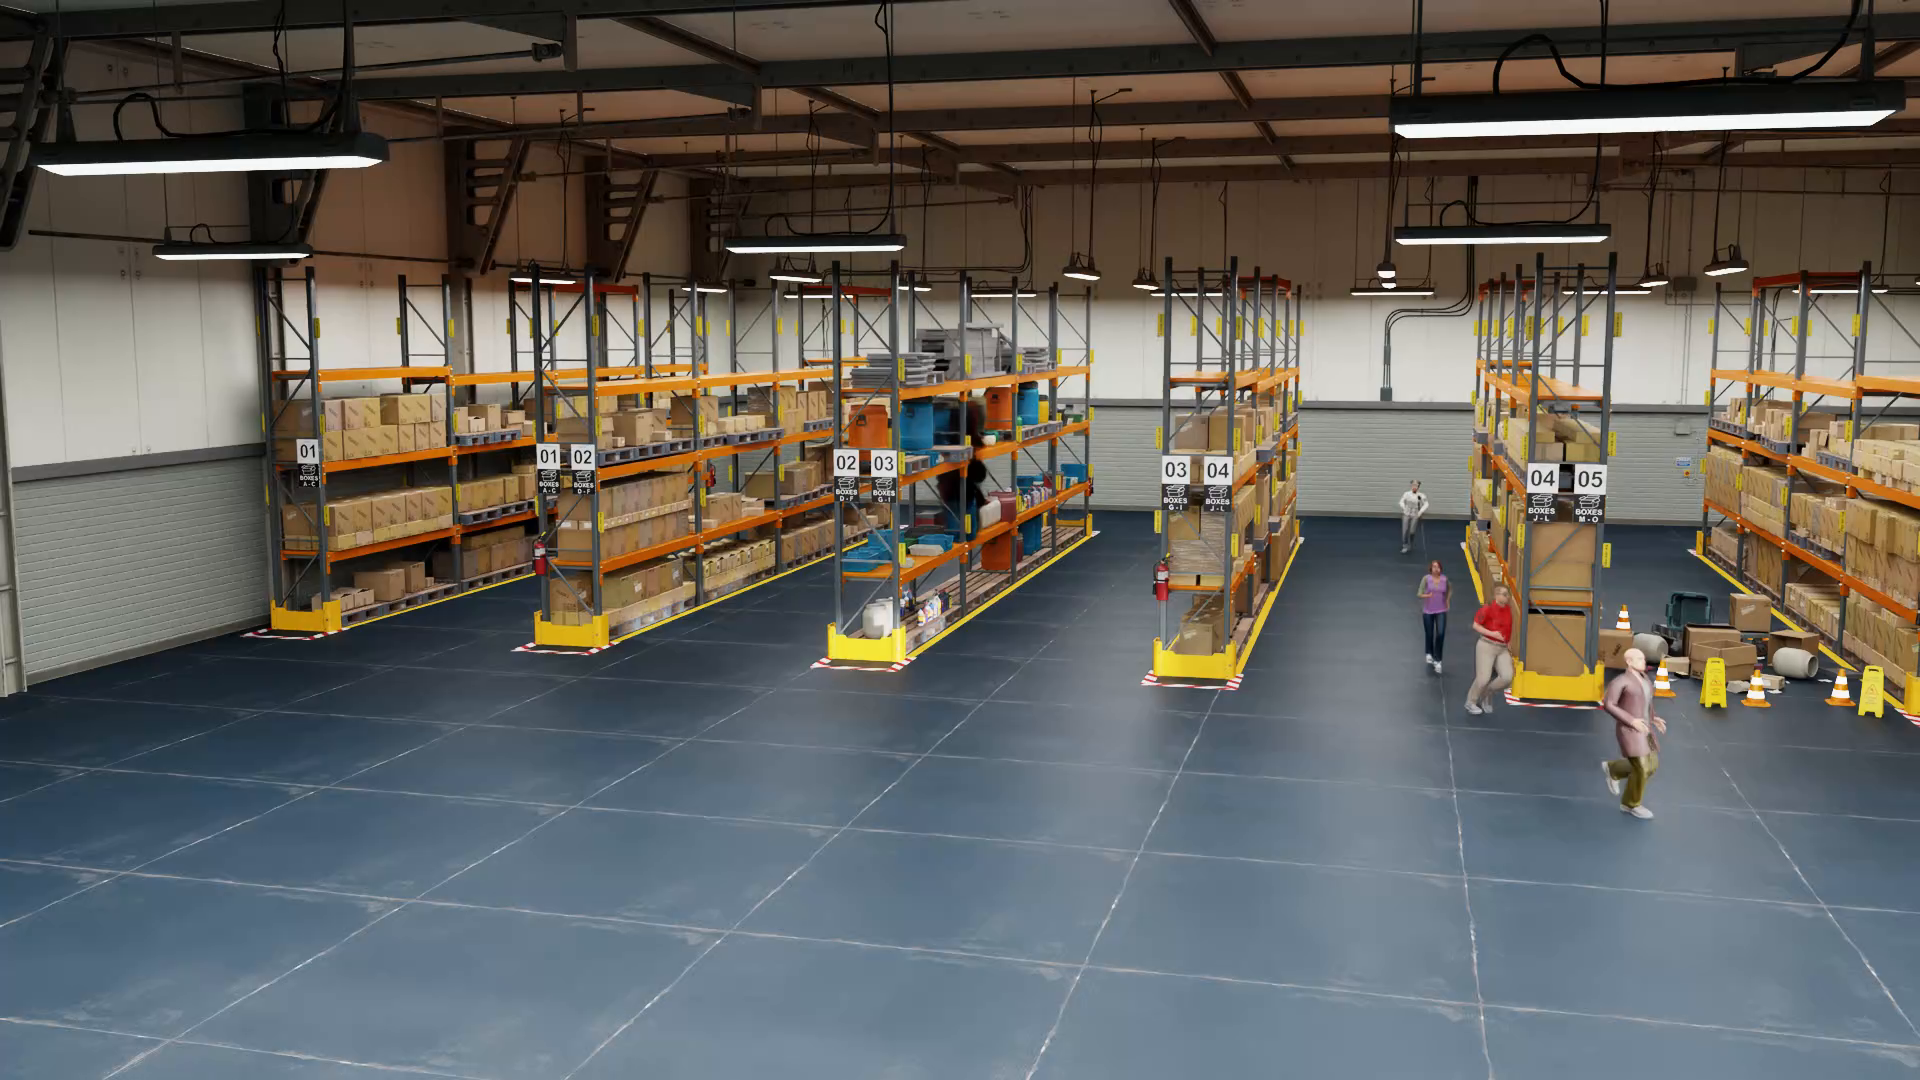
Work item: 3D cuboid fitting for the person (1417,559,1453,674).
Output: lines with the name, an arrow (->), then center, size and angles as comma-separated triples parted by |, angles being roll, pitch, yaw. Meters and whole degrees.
person -> 6.989, 1.097, 24.498 | 0.520, 1.635, 0.706 | 2, 7, 13

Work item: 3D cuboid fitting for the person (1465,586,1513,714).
person -> 6.985, 1.449, 21.622 | 0.654, 1.697, 0.612 | -2, 8, -19

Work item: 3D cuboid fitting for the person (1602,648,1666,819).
person -> 6.923, 1.977, 17.231 | 0.712, 1.739, 0.653 | -5, 9, -36

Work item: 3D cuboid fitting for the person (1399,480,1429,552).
person -> 10.127, -0.531, 37.220 | 0.632, 1.649, 0.541 | 3, 8, 24
